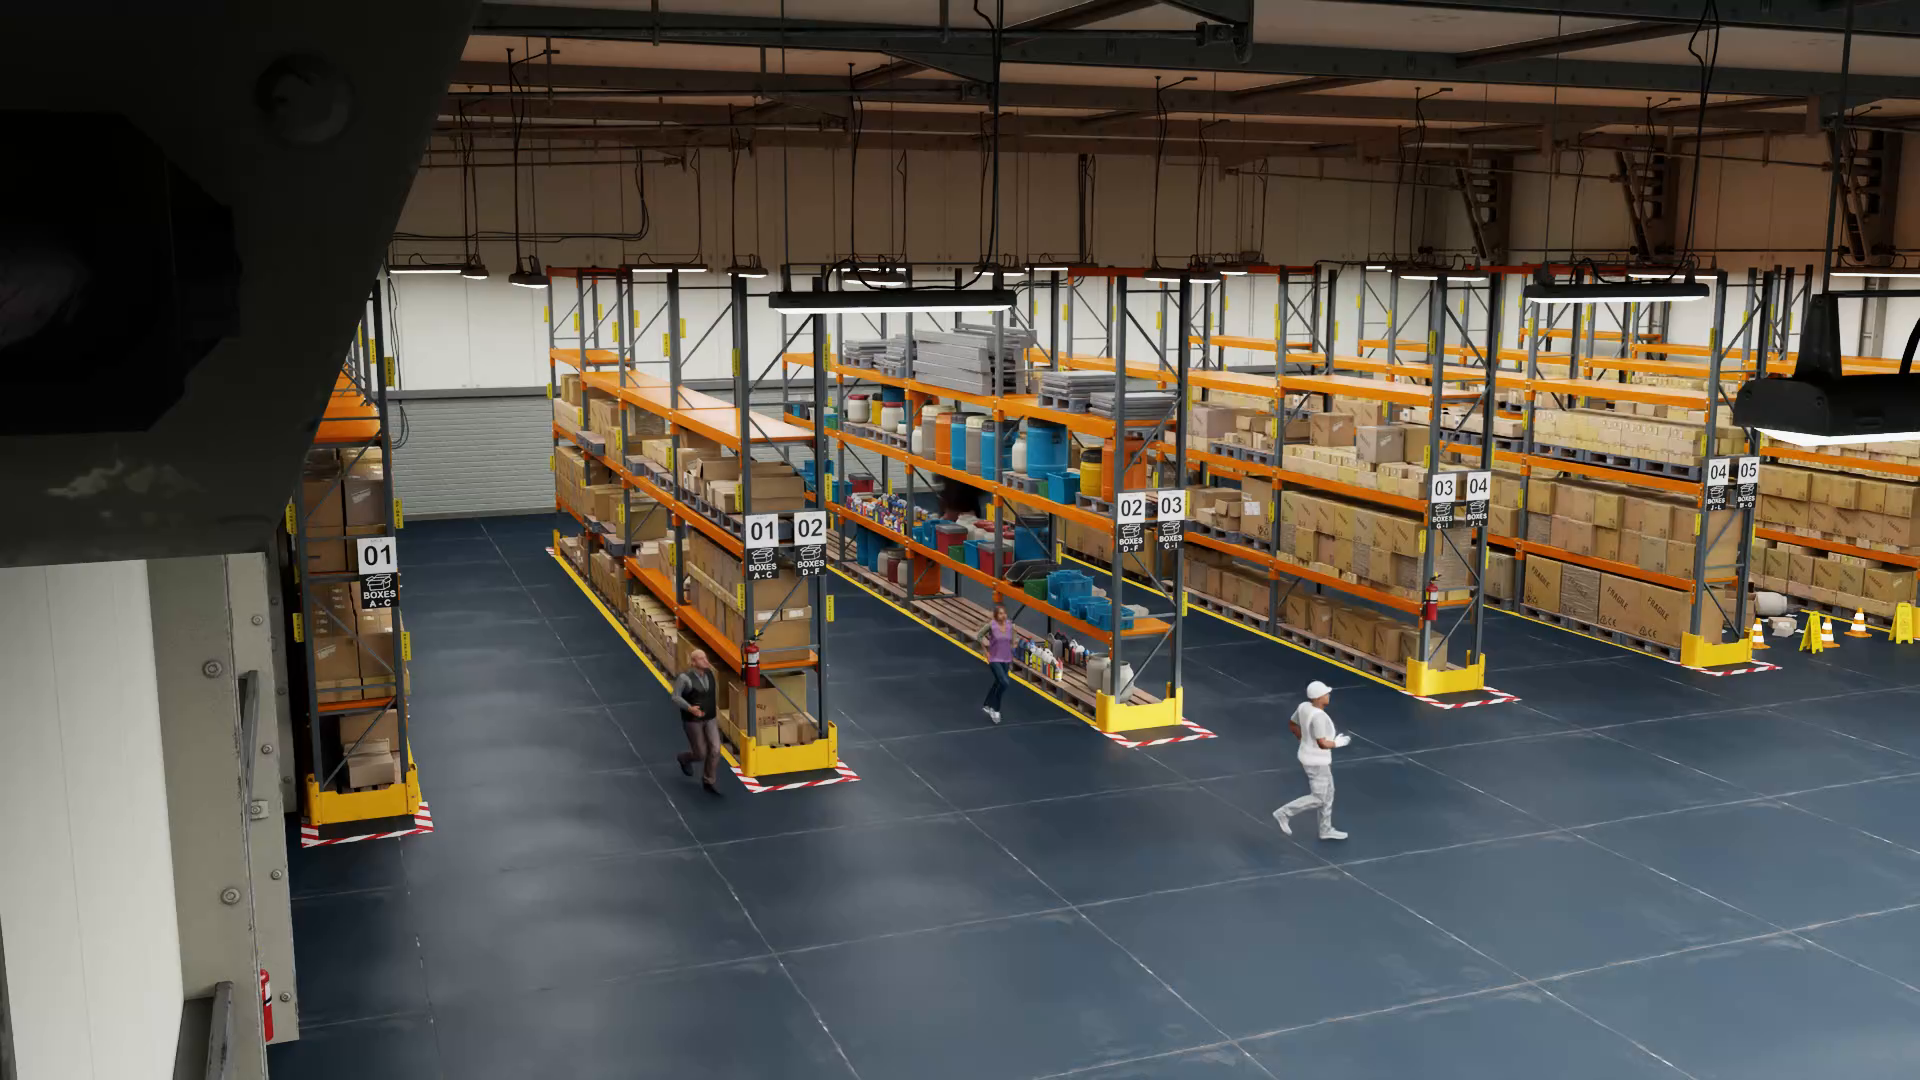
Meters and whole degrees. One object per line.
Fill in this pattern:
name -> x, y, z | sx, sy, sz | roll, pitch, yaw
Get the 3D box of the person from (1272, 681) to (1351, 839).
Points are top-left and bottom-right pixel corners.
person -> 3.786, 2.377, 17.894 | 0.847, 1.759, 0.699 | 0, 10, -2

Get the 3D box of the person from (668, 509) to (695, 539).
person -> -5.491, -0.296, 33.365 | 0.686, 1.722, 0.589 | -4, 11, -24

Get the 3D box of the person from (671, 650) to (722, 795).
person -> -3.094, 2.127, 19.657 | 0.698, 1.711, 0.730 | -9, 13, -42

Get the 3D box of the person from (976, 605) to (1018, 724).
person -> 0.546, 1.679, 22.535 | 0.507, 1.611, 0.684 | -6, 12, -31

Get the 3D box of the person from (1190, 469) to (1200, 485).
person -> 5.983, -1.771, 41.701 | 0.838, 1.857, 0.708 | -4, 11, -22
